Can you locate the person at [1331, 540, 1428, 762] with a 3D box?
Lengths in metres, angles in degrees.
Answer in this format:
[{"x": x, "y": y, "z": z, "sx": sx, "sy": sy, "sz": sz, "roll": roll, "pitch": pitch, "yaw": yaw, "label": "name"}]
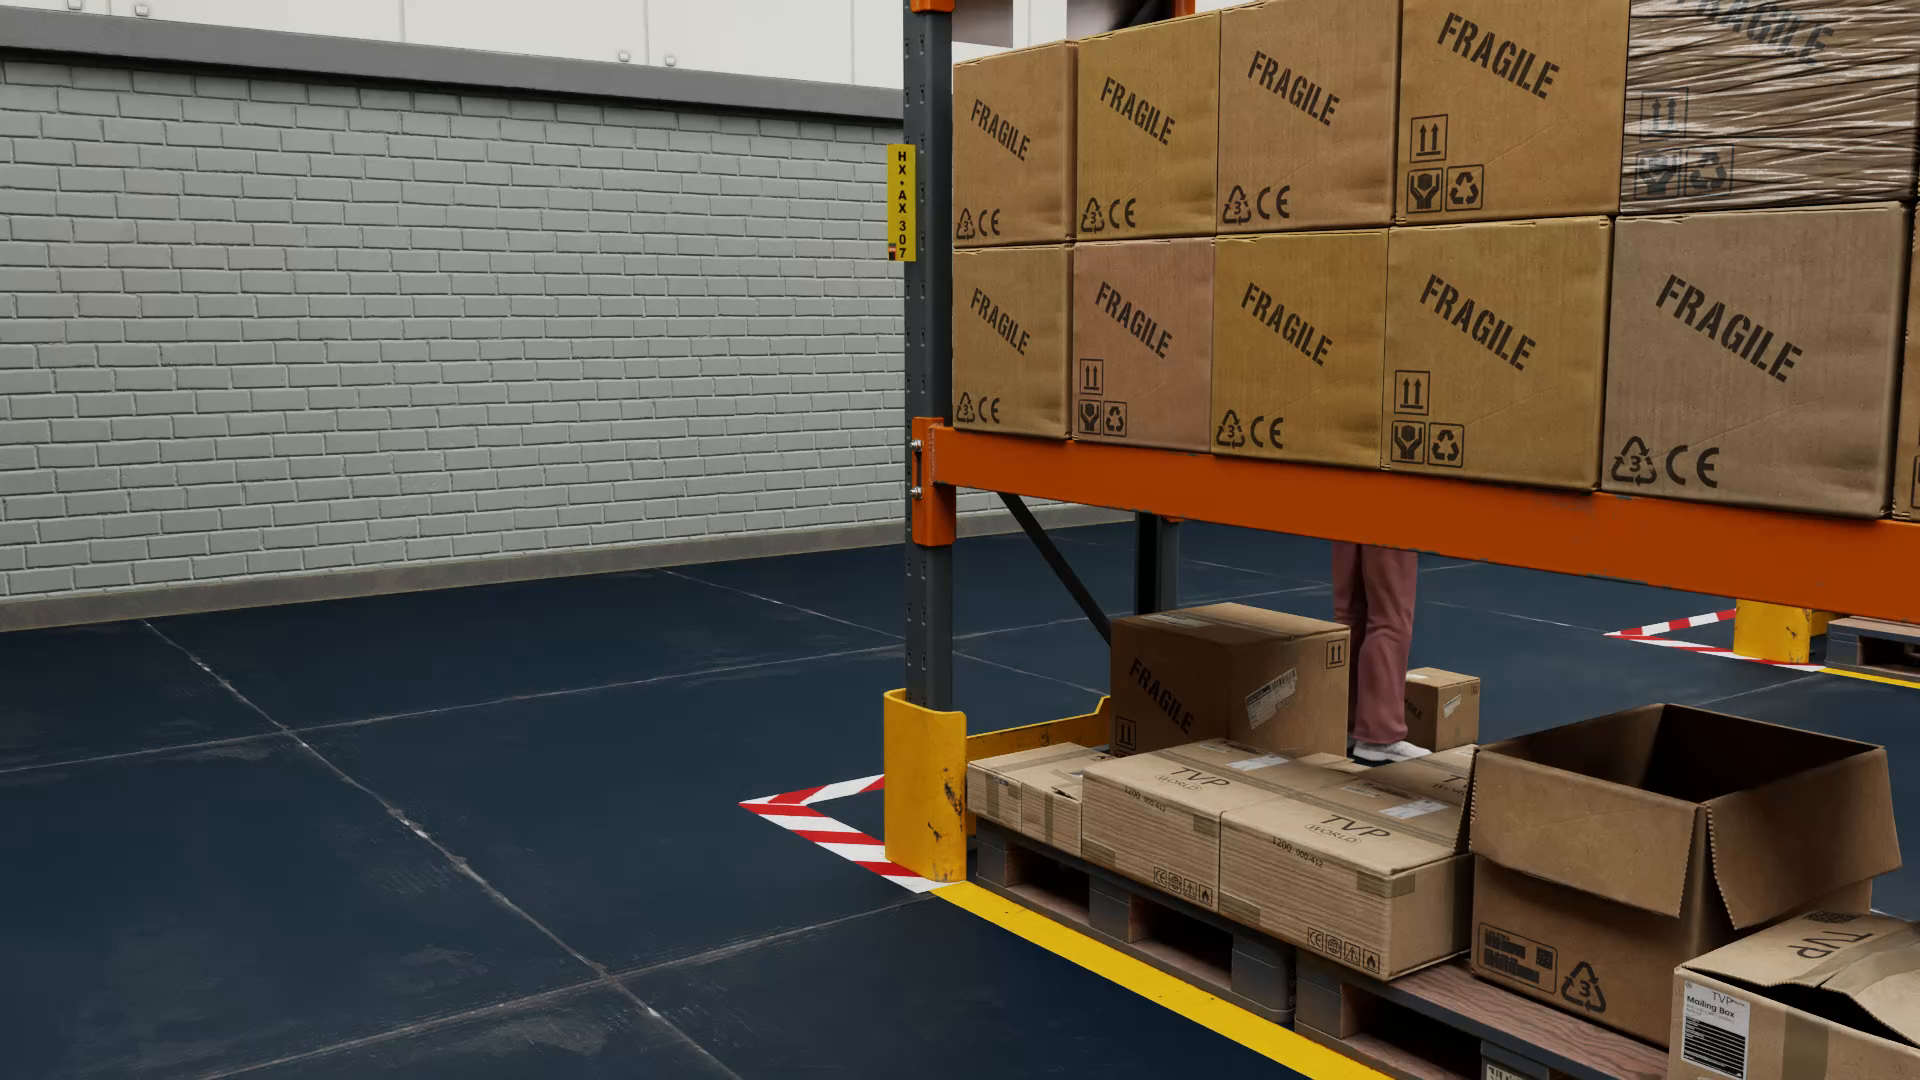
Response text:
[{"x": 1.504, "y": -0.034, "z": 6.111, "sx": 0.356, "sy": 1.676, "sz": 0.440, "roll": -4, "pitch": 9, "yaw": -27, "label": "person"}]
